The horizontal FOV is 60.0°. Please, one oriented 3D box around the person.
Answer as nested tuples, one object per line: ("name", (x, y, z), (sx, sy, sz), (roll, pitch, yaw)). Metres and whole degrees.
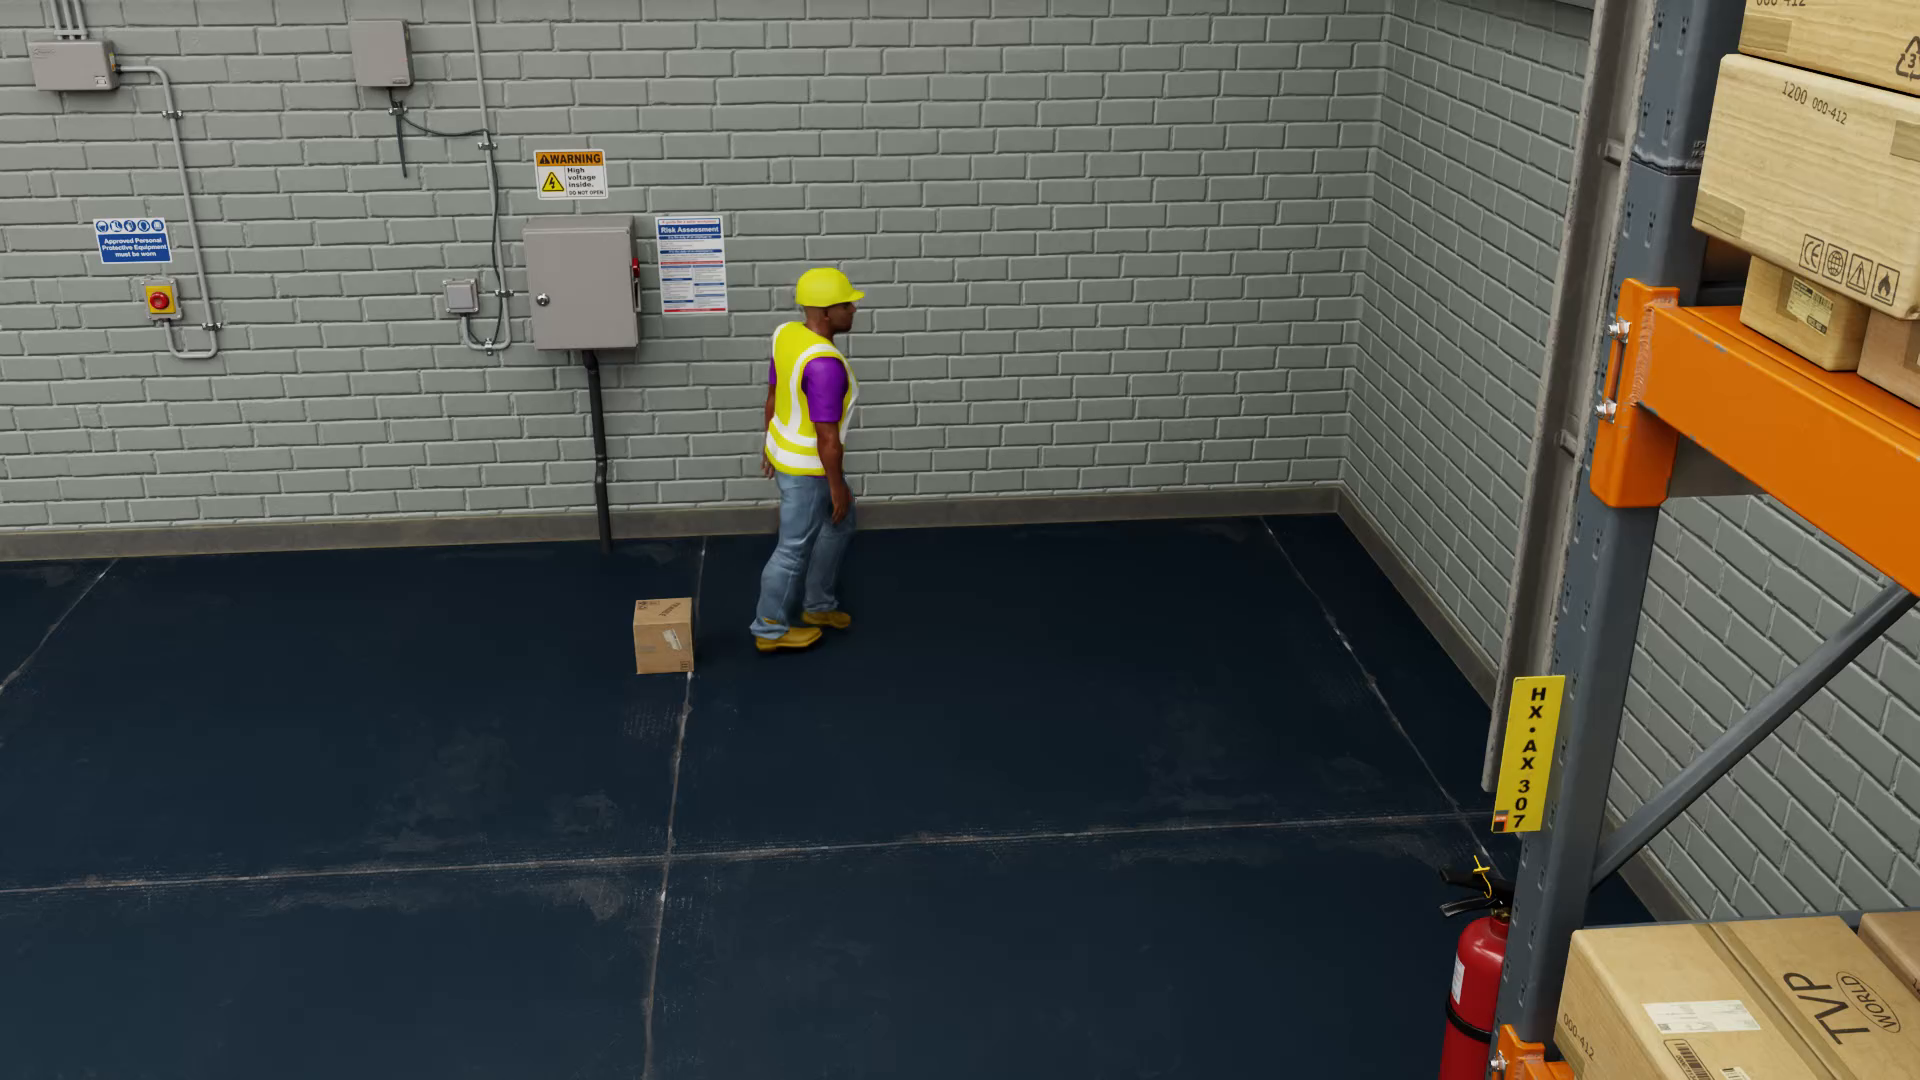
("person", (-0.682, -0.313, 7.298), (0.561, 1.785, 0.607), (-7, 25, -15))
